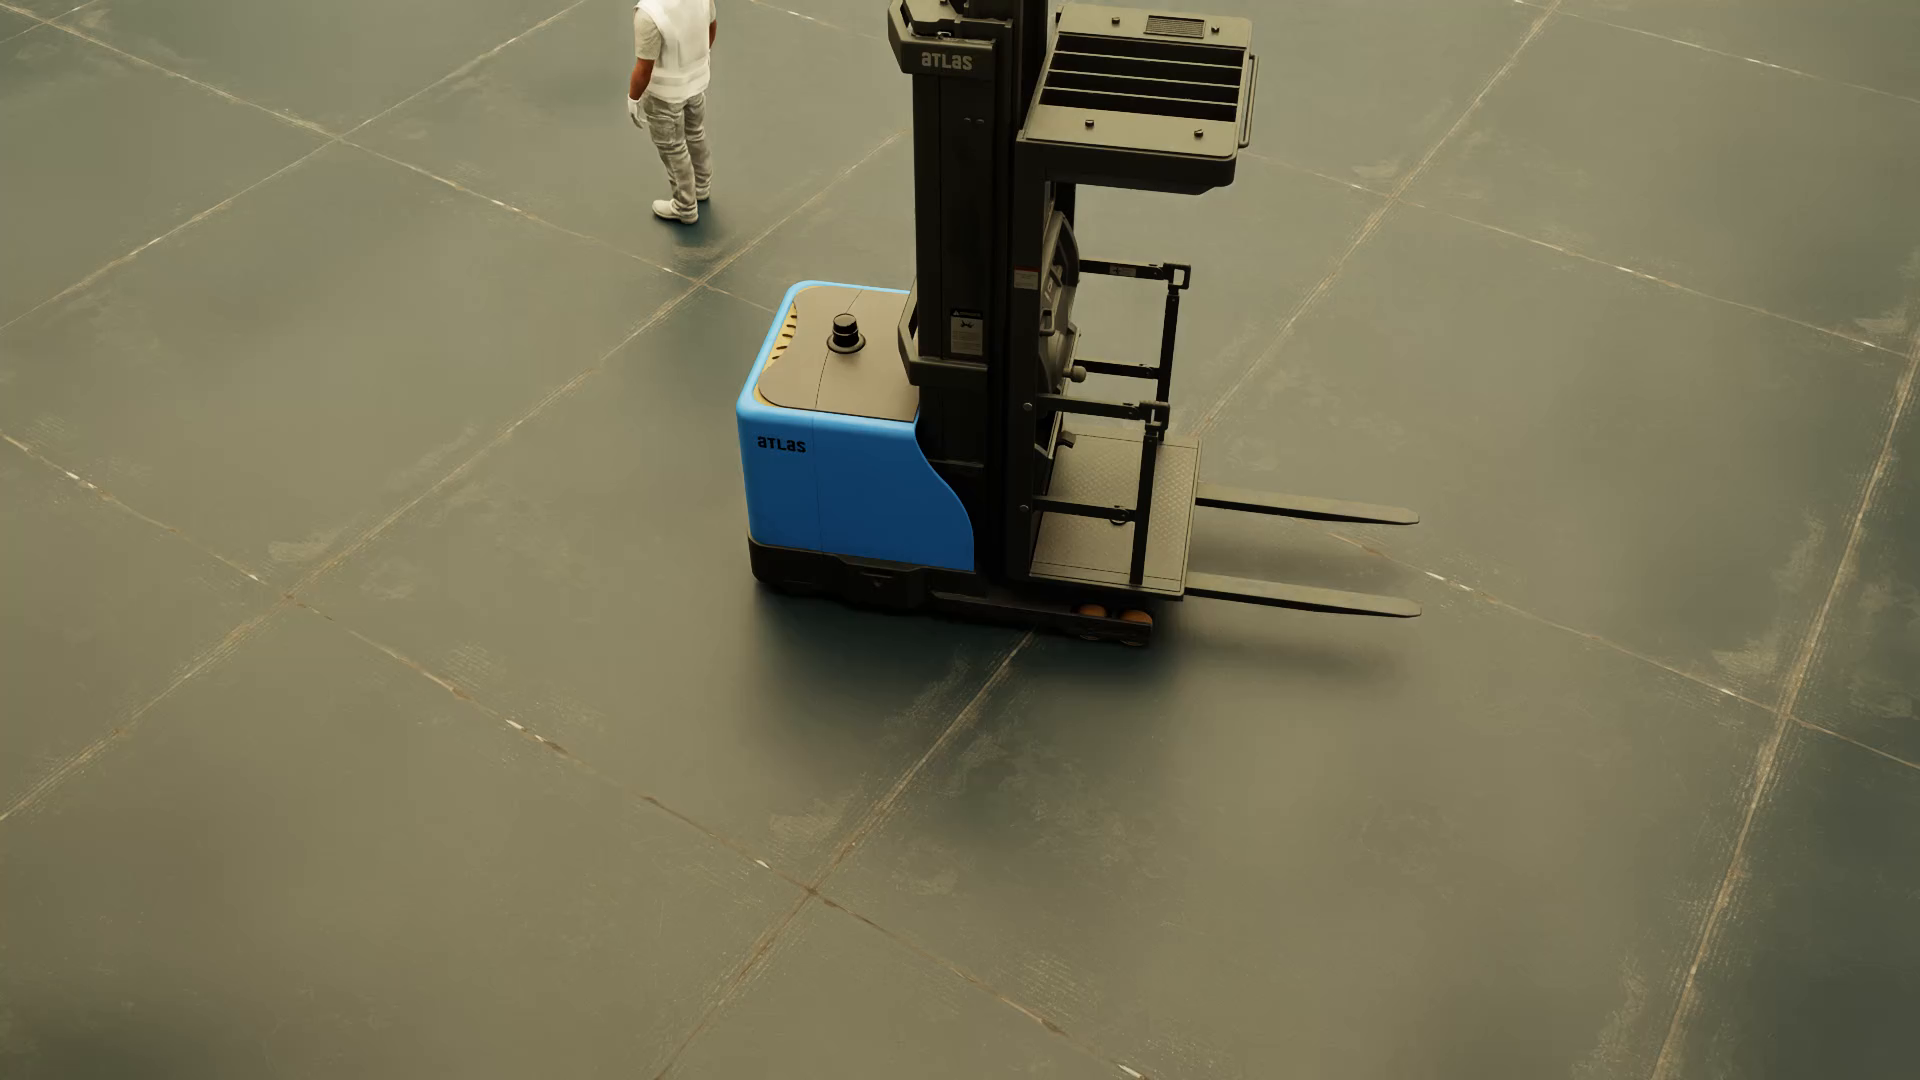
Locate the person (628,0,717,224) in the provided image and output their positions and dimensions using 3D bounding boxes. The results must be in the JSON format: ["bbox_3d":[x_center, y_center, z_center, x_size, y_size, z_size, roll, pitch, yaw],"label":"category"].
[{"bbox_3d":[-1.678,-2.615,9.430,0.577,1.781,0.656,26,49,25],"label":"person"}]

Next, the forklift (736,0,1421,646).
[{"bbox_3d":[0.598,-0.987,6.890,3.031,2.935,1.130,7,44,8],"label":"forklift"}]
